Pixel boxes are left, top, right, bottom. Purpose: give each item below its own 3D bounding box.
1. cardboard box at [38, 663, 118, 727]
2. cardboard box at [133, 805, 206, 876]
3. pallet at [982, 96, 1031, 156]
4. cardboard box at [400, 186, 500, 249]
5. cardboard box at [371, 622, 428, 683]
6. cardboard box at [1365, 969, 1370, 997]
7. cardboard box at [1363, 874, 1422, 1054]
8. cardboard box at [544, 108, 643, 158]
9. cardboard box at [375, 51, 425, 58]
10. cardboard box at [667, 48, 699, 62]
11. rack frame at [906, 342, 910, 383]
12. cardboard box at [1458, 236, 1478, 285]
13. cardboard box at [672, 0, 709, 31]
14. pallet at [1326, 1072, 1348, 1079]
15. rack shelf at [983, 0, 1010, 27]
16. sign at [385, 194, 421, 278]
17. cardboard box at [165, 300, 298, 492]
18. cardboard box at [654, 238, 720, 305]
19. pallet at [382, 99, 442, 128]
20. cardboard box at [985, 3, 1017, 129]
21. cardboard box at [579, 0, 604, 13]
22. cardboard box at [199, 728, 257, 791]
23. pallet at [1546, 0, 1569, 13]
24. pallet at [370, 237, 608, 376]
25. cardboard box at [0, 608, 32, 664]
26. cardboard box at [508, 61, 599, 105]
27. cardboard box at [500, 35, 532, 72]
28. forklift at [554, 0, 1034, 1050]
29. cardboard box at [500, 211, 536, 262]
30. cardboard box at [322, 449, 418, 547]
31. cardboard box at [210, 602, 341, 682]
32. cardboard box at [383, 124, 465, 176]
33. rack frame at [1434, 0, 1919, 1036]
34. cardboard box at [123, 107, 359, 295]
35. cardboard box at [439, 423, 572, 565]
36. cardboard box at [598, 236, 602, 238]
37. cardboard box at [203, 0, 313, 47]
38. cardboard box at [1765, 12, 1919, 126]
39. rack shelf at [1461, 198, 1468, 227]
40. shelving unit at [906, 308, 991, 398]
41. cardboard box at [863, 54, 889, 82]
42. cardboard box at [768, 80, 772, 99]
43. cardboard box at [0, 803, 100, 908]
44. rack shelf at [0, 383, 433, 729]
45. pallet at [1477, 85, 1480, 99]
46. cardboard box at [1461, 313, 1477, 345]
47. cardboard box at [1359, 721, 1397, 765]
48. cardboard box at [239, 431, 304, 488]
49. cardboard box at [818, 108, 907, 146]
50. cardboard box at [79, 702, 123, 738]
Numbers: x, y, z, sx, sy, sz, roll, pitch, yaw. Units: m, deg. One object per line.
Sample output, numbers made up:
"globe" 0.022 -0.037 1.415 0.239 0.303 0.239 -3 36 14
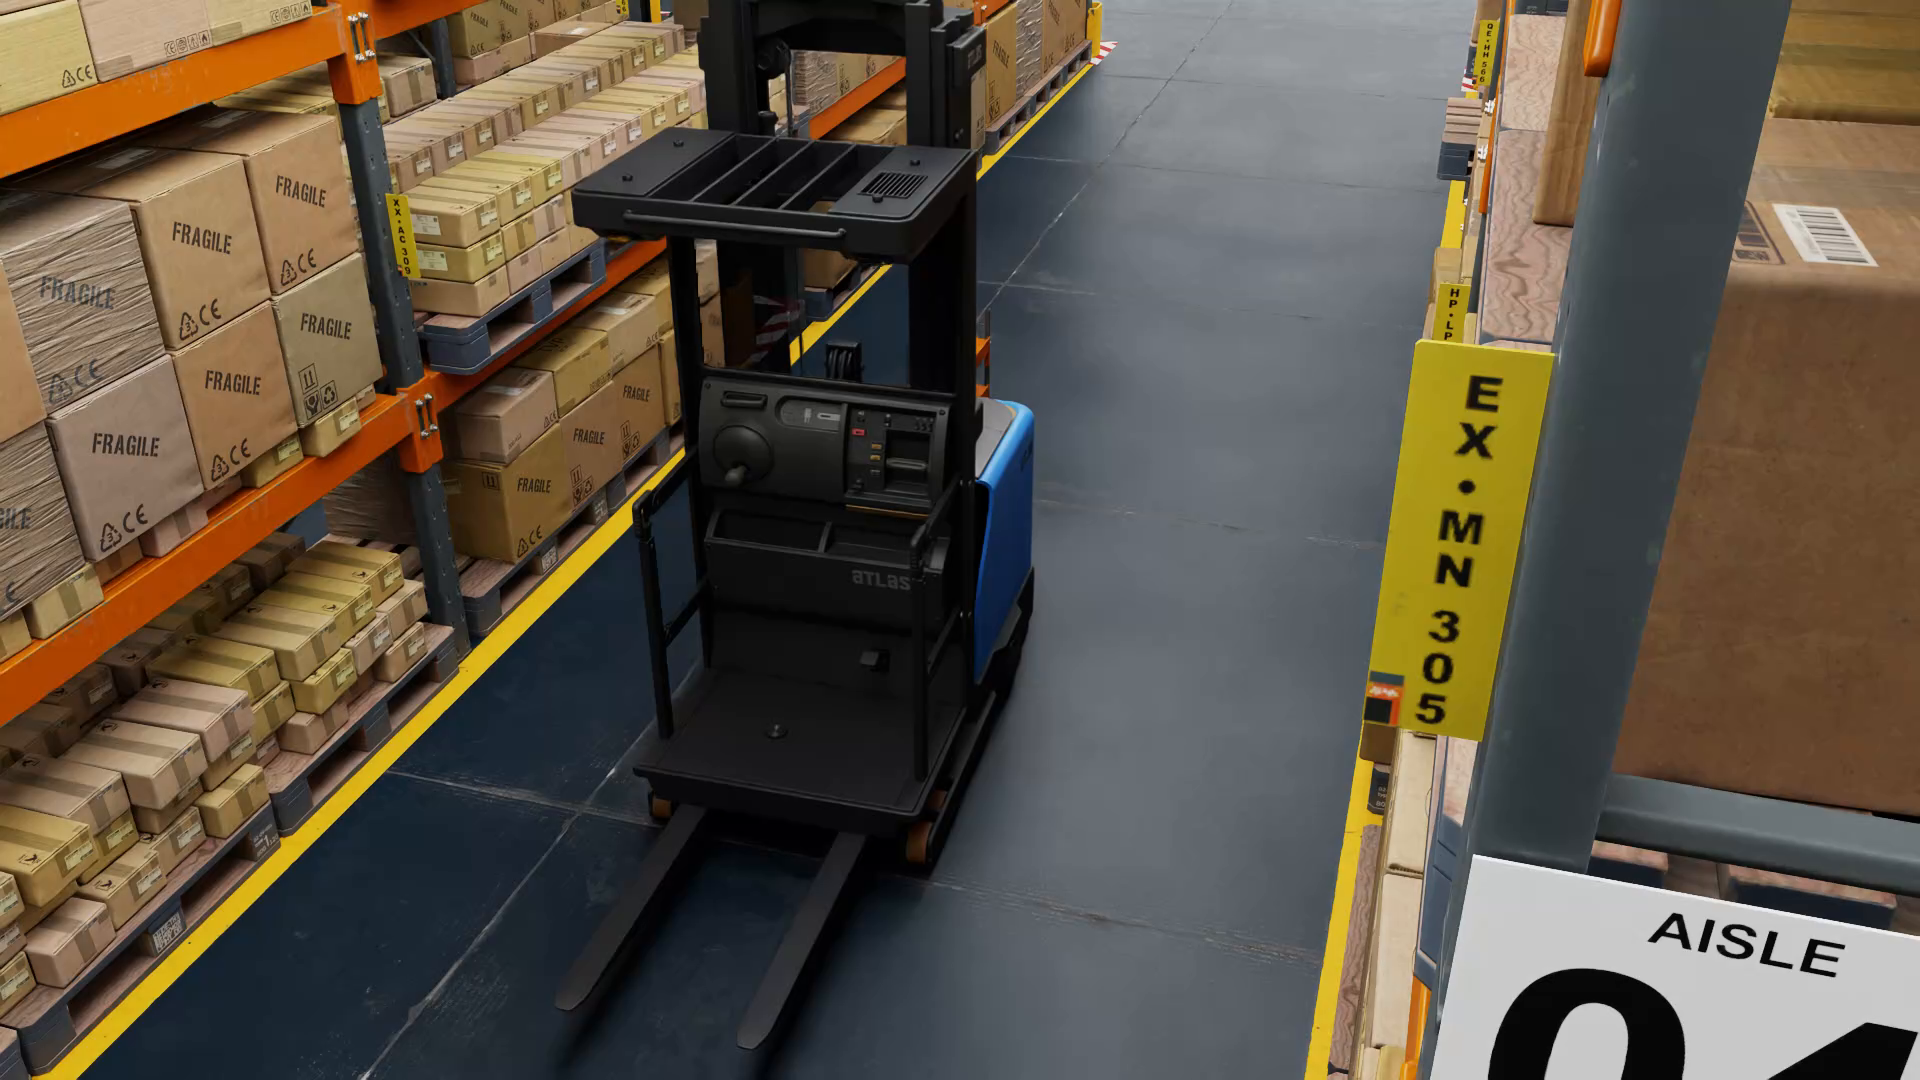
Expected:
"cardboard box" -3.326 0.550 6.064 0.380 0.149 0.250 9 30 16
"cardboard box" -2.889 1.028 5.817 0.380 0.149 0.250 9 30 16
"pallet" -0.009 -3.699 14.683 1.003 0.211 1.213 8 30 15
"cardboard box" -2.100 -1.309 6.732 0.380 0.149 0.250 10 31 17
"cardboard box" -2.444 0.435 6.883 0.380 0.149 0.250 9 30 16
"cardboard box" 1.121 0.943 3.728 0.380 0.149 0.250 9 30 16
"cardboard box" 1.070 0.956 3.294 0.500 0.250 0.500 7 30 13
"cardboard box" -1.721 -1.910 7.813 0.380 0.149 0.250 10 31 17
"cardboard box" -5.152 -4.530 15.704 0.500 0.250 0.500 10 31 17
"cardboard box" -1.339 -2.519 8.908 0.380 0.149 0.250 9 30 16
"rack frame" -0.120 -0.334 7.616 0.240 1.200 0.015 8 30 15
"cardboard box" 2.232 -0.876 6.636 0.500 0.500 0.500 8 30 14
"cardboard box" -1.340 -3.405 10.153 0.700 0.500 0.500 8 30 15
"pallet" 1.403 2.026 4.390 1.003 0.211 1.213 8 30 15
"rack shelf" 0.280 -5.191 15.236 1.077 0.370 4.000 8 30 15
"sign" -2.134 -1.162 6.364 0.100 0.325 0.005 8 30 15
"cardboard box" -2.680 -0.525 5.700 0.500 0.500 0.500 8 30 13
"cardboard box" -1.569 -1.544 9.308 0.500 0.250 0.500 9 30 16
"pallet" -5.296 -3.655 14.602 1.003 0.211 1.213 8 30 15
"cardboard box" -0.055 -4.113 14.312 0.875 0.875 0.875 9 30 16
"cardboard box" -4.030 -5.751 17.128 0.500 0.500 0.500 10 31 17
"cardboard box" -2.796 0.744 6.021 0.380 0.149 0.250 9 30 16
"pallet" 2.279 -1.764 5.446 0.805 0.209 1.217 7 30 13
"pallet" -2.292 -1.109 7.355 1.003 0.211 1.213 8 30 15
"cardboard box" -3.011 0.275 4.929 0.380 0.149 0.250 10 30 17
"cardboard box" -2.110 -2.376 8.650 0.380 0.149 0.250 10 31 17
"cardboard box" -4.491 -4.702 16.014 0.500 0.250 0.500 10 31 18
"forklift" -0.547 -0.299 5.772 1.130 2.935 3.031 7 30 13
"cardboard box" -2.025 -1.300 7.022 0.380 0.149 0.250 8 30 14
"cardboard box" -2.679 -0.329 7.895 0.500 0.500 0.500 8 30 14
"cardboard box" -2.614 0.388 6.356 0.380 0.149 0.250 8 30 14
"cardboard box" -2.491 -1.773 7.566 0.380 0.149 0.250 8 30 15
"rack frame" 0.883 -0.866 0.550 1.000 3.000 0.127 8 30 15
"cardboard box" -2.534 -1.212 5.905 0.500 0.500 0.500 7 30 13
"cardboard box" -2.185 -0.255 7.762 0.500 0.500 0.500 10 31 17
"cardboard box" -1.798 -1.529 7.740 0.380 0.149 0.250 7 30 13
"cardboard box" -2.541 -1.837 5.535 0.500 0.250 0.500 9 30 16
"cardboard box" 1.265 -0.320 2.016 0.700 0.500 0.500 7 30 13
"rack shelf" 3.818 -2.577 10.537 1.077 0.370 4.000 8 30 15
"shelving unit" -0.049 -0.447 7.820 0.258 1.200 0.503 8 30 15
"cardboard box" -0.796 -3.402 11.176 0.500 0.500 0.500 8 30 15
"cardboard box" -1.267 -2.502 9.182 0.380 0.149 0.250 10 31 17
"cardboard box" -2.983 0.994 5.267 0.380 0.149 0.250 9 30 16
"rack shelf" -3.242 0.386 5.211 1.077 0.370 4.000 8 30 15
"pallet" 5.285 -4.054 15.320 1.003 0.211 1.213 8 30 15
"cardboard box" 1.672 -0.309 4.797 0.500 0.500 0.500 8 30 15
"cardboard box" 2.226 0.341 6.304 1.225 0.875 0.875 9 30 15
"cardboard box" -2.622 -0.331 6.018 0.380 0.149 0.250 10 31 17
"cardboard box" -0.963 -2.594 11.710 1.050 0.750 0.750 9 30 16
"cardboard box" -3.278 0.695 6.109 0.380 0.149 0.250 10 31 17
